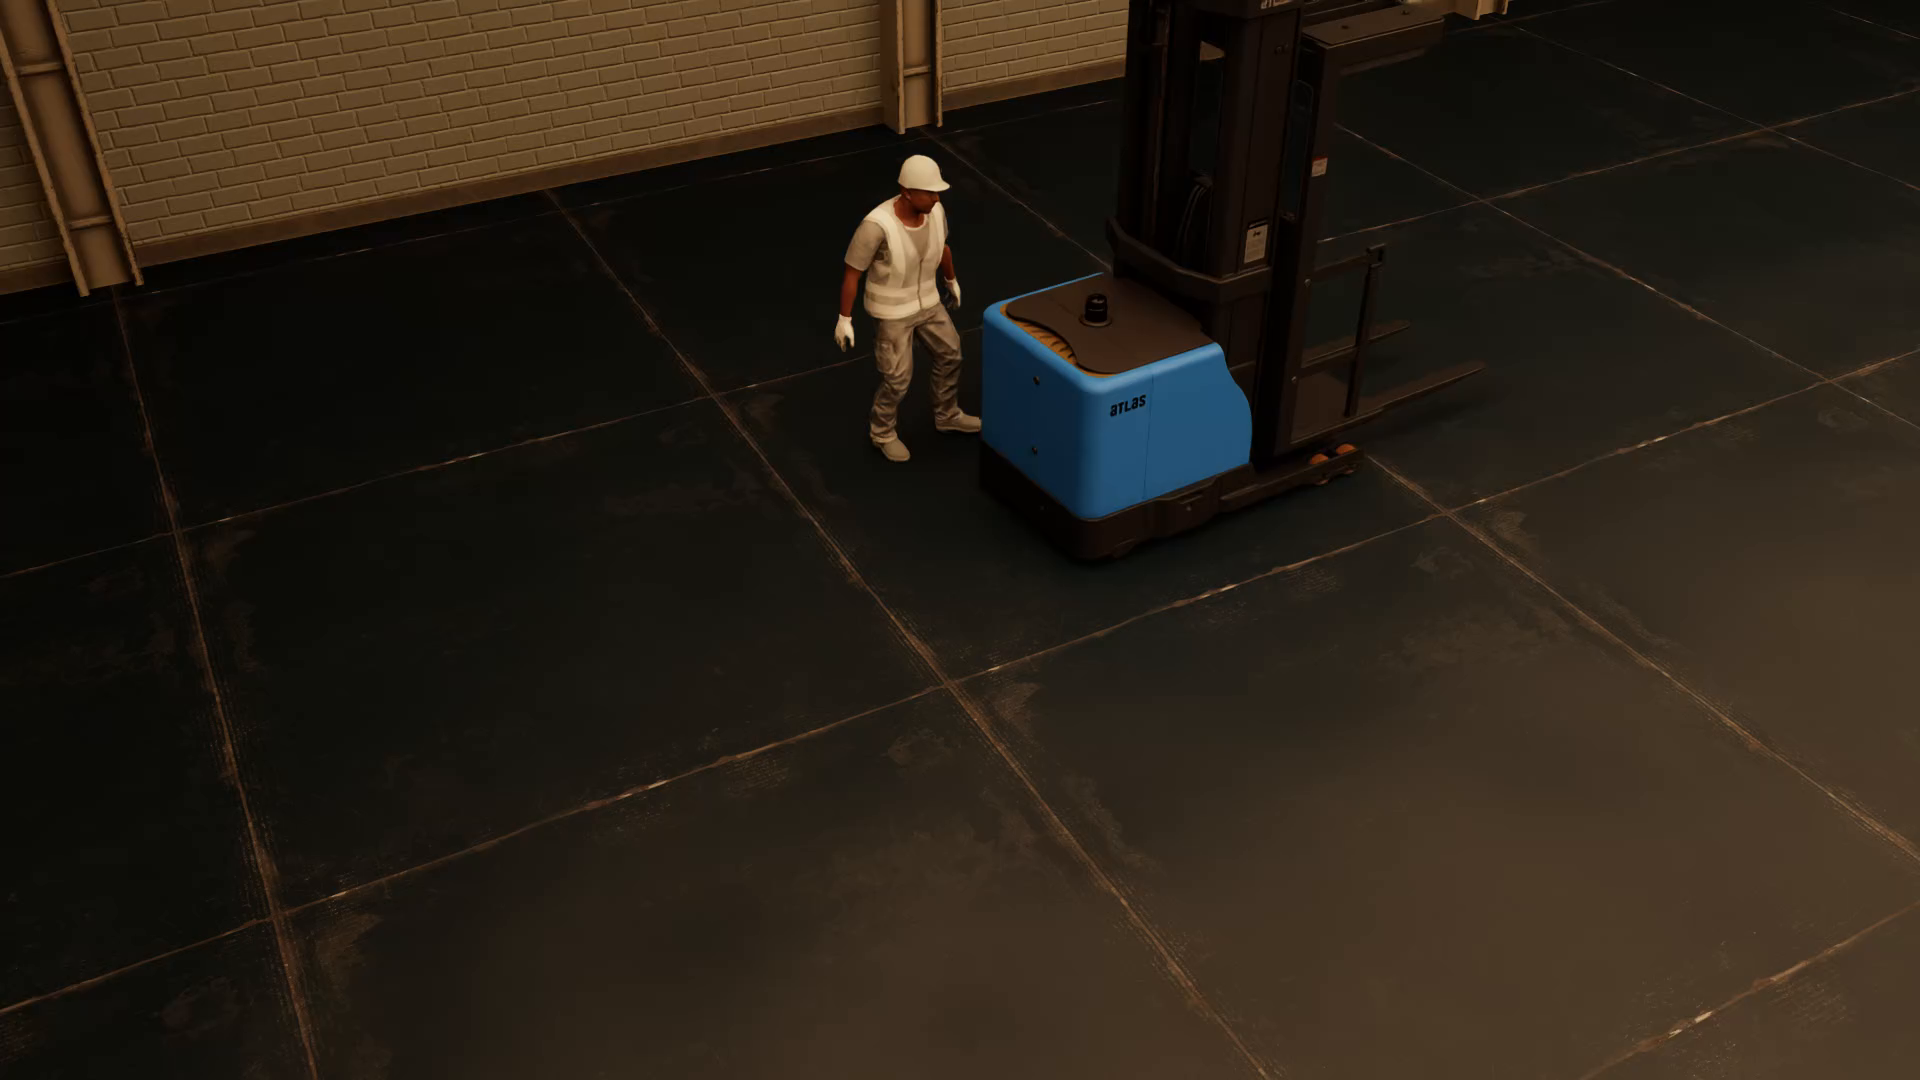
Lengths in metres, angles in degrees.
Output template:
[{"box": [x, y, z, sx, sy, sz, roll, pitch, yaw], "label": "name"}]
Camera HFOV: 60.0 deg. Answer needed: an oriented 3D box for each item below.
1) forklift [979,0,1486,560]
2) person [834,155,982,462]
[{"box": [1.622, -1.736, 8.579, 3.031, 2.935, 1.130, -20, 40, -26], "label": "forklift"}, {"box": [-0.252, -1.240, 8.907, 0.877, 1.746, 0.440, -28, 44, -34], "label": "person"}]
